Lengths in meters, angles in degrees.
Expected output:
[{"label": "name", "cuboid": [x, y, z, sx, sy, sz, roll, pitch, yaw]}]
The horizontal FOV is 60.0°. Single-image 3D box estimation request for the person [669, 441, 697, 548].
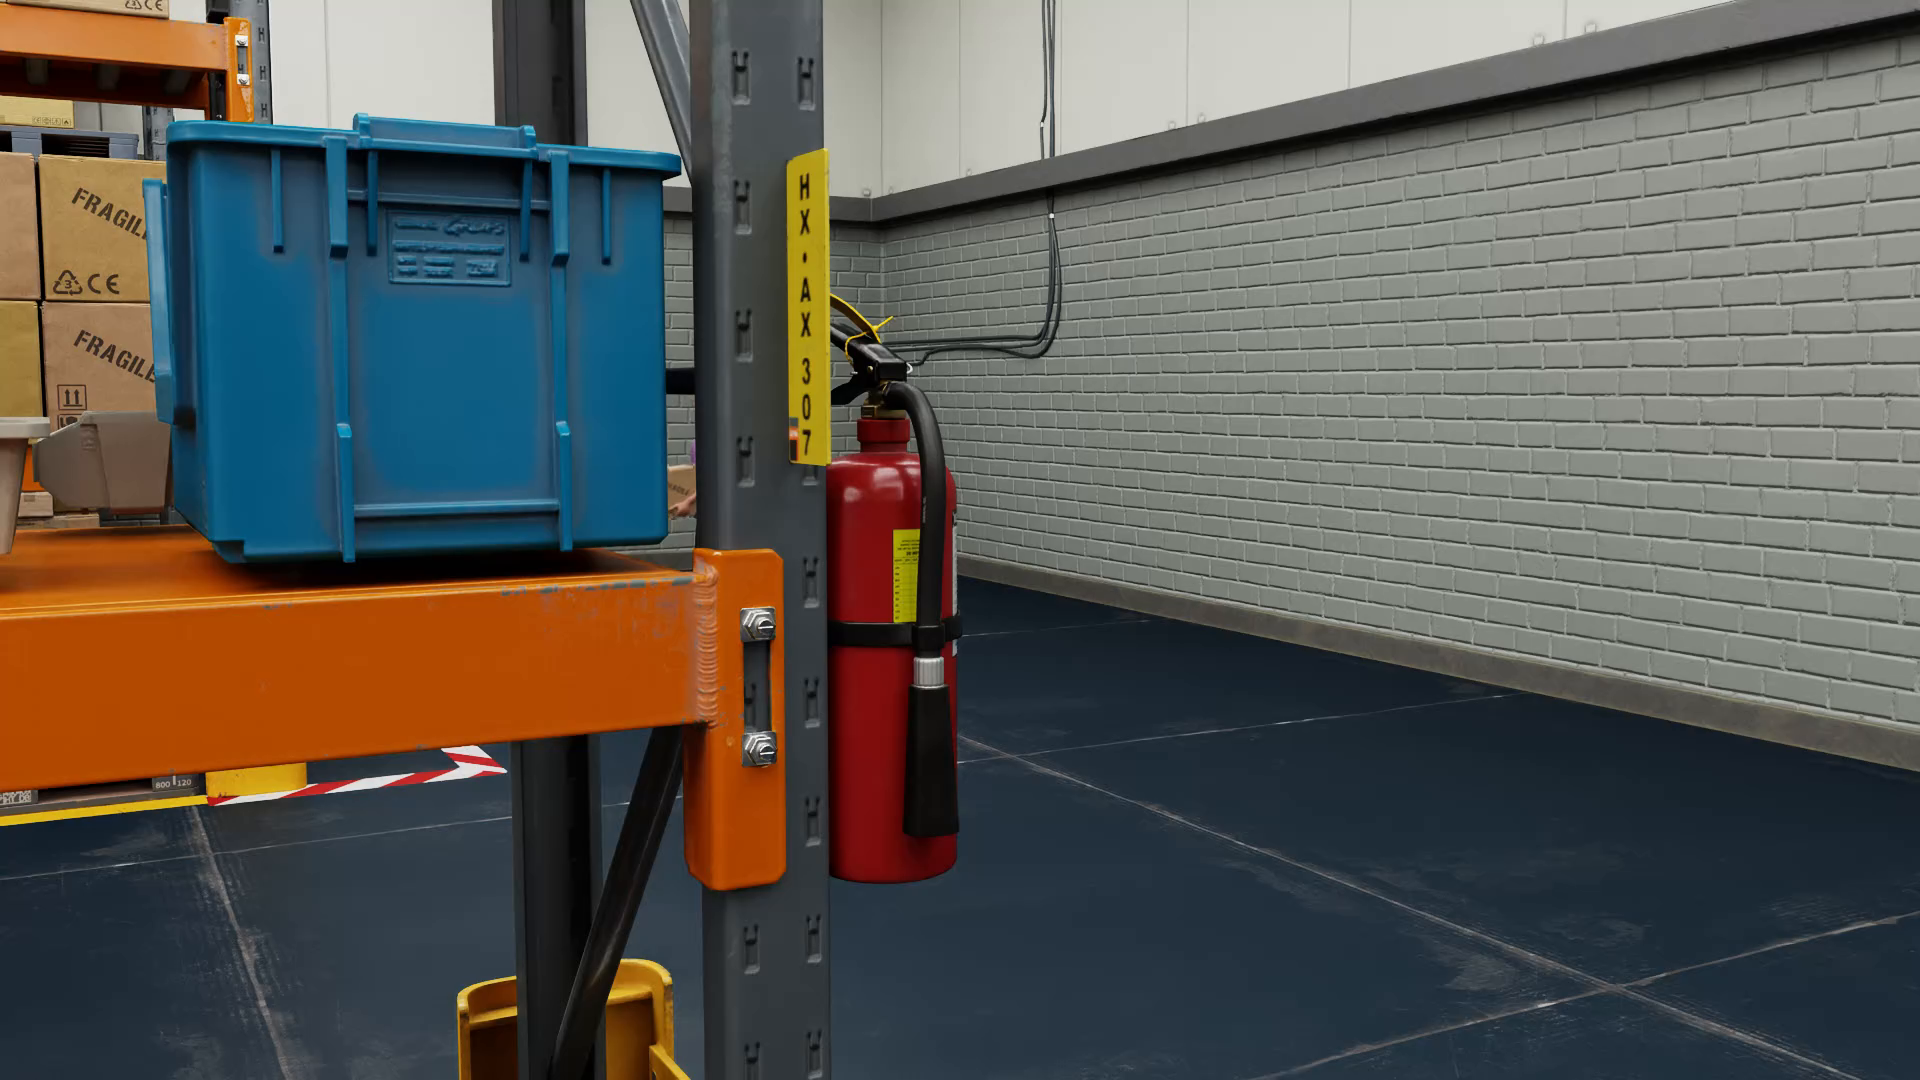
[{"label": "person", "cuboid": [-1.346, -0.098, 8.769, 0.489, 1.596, 0.425, -3, 6, -29]}]
